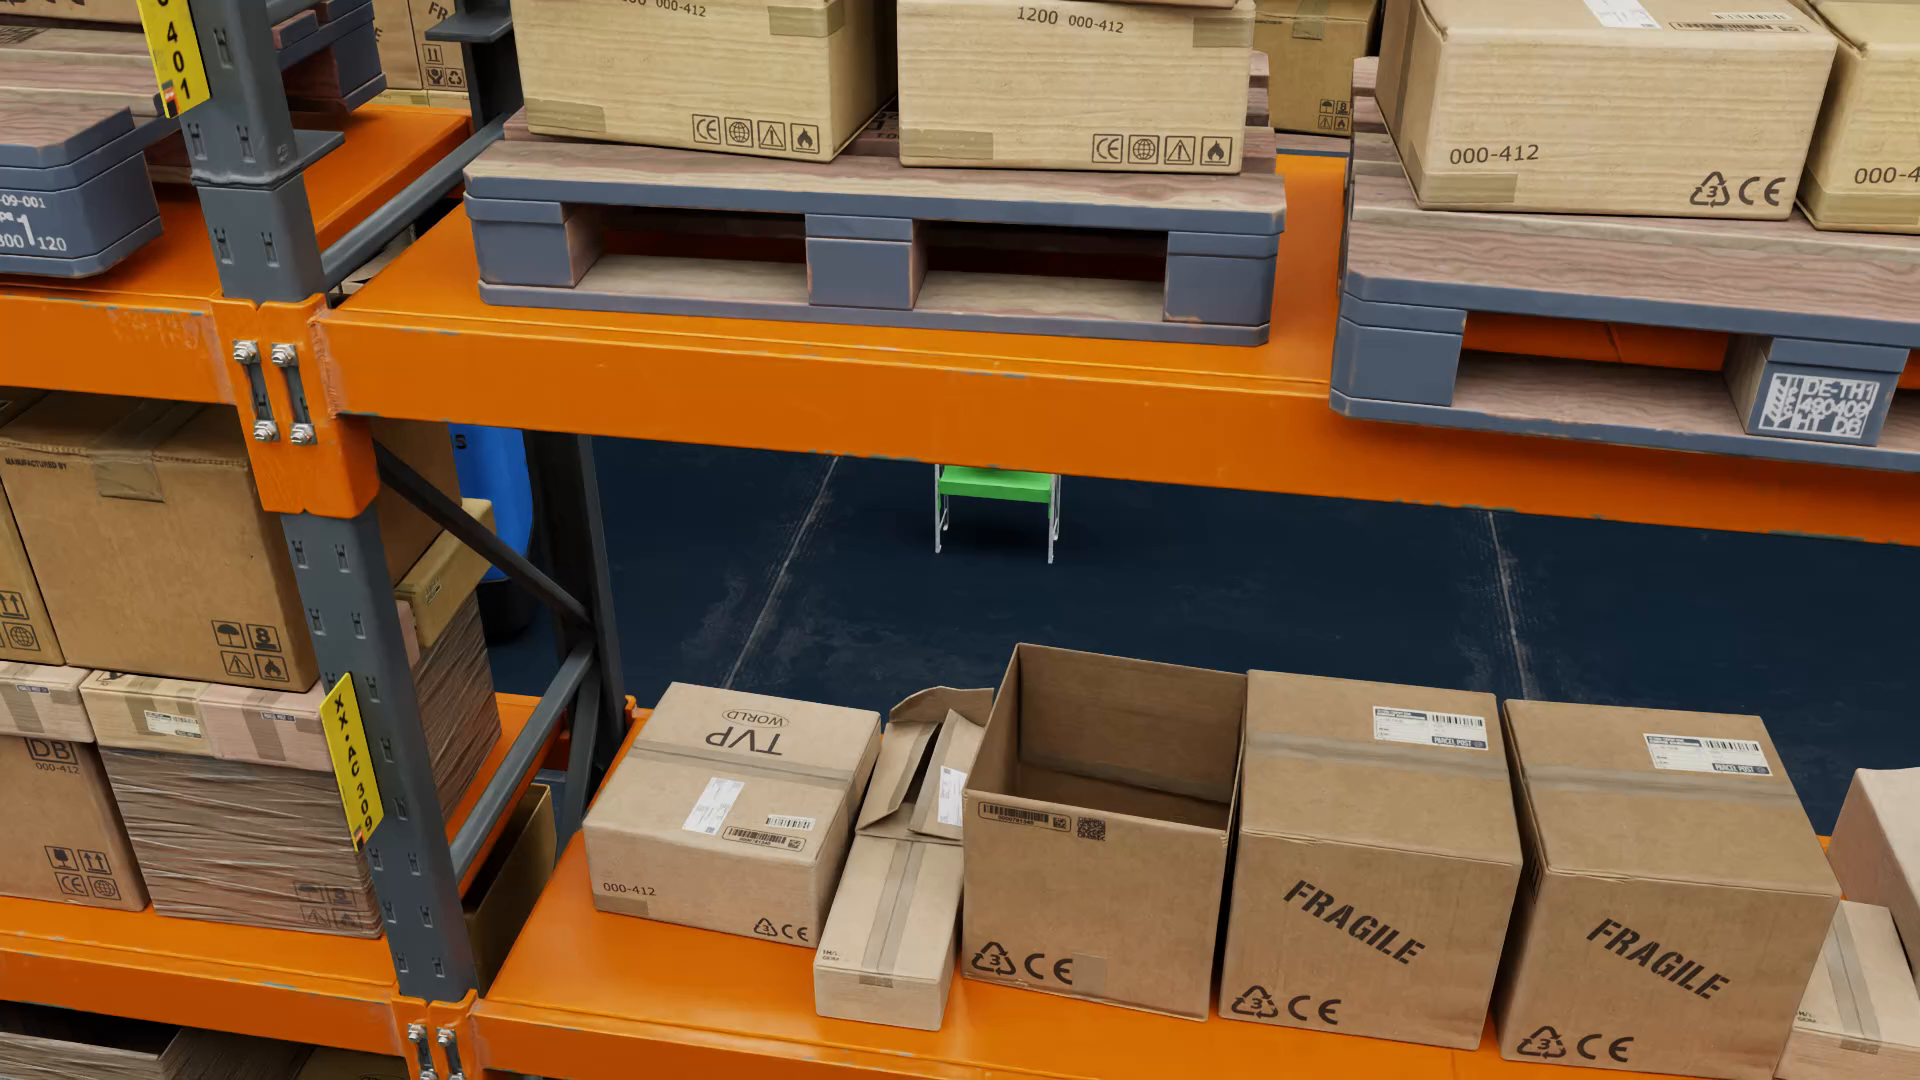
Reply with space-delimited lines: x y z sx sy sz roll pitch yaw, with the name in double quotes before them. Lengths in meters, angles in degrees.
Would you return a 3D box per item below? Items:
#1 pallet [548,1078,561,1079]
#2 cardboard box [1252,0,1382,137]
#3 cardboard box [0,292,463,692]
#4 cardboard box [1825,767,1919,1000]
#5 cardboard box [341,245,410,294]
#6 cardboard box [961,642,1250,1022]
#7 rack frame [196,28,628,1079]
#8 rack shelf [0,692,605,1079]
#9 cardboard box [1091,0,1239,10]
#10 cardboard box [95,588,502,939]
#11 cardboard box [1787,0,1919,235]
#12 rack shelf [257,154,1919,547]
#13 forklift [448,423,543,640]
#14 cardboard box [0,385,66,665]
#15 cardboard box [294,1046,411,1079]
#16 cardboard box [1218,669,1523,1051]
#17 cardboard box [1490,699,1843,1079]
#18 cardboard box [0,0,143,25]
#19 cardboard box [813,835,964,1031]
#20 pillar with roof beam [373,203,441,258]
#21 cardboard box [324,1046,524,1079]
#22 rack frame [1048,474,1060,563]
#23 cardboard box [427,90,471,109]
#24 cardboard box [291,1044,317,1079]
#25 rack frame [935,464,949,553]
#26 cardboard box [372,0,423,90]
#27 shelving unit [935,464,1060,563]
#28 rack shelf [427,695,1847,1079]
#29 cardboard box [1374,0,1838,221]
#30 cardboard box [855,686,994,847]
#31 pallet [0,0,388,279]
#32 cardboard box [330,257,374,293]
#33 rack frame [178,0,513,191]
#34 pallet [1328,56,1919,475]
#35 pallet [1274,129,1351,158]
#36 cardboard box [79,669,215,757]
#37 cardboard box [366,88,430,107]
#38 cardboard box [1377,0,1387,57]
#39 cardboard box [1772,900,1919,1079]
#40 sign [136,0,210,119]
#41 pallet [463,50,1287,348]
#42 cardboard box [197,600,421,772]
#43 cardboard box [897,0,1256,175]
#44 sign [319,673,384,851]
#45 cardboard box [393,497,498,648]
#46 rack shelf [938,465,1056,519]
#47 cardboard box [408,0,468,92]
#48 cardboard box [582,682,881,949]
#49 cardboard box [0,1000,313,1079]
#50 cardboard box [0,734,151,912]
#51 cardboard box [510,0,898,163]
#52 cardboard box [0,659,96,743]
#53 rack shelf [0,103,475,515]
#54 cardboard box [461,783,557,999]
"pallet" -1.747 1.590 4.510 1.213 0.211 1.003 5 32 8
"cardboard box" 1.560 -2.159 7.364 0.500 0.500 0.700 10 33 15
"cardboard box" -1.408 -0.127 3.309 0.500 0.500 0.700 5 32 8
"cardboard box" 2.124 0.715 3.365 0.500 0.311 0.500 5 32 8
"cardboard box" -2.854 -1.334 8.674 0.500 0.311 0.500 8 33 12
"cardboard box" 0.304 0.583 3.397 0.500 0.500 0.500 7 33 12
"rack frame" -0.970 0.501 3.622 0.127 3.000 1.000 5 32 8
"rack shelf" -2.941 0.628 4.098 4.000 0.370 1.077 5 32 8
"cardboard box" 0.197 -1.088 2.373 0.500 0.500 0.500 8 33 13
"cardboard box" -1.408 0.422 3.654 0.500 0.500 0.700 4 32 7
"cardboard box" 1.435 -0.633 2.353 0.500 0.250 0.500 5 32 7
"rack shelf" 1.002 -0.287 2.732 4.000 0.370 1.077 5 32 8
"forklift" -3.248 -1.007 6.096 3.031 2.935 1.130 -4 32 -6
"cardboard box" -1.907 -0.172 3.380 0.500 0.500 0.700 5 32 8
"cardboard box" -1.464 1.562 4.124 0.500 0.250 0.500 5 32 8
"cardboard box" 0.797 0.628 3.326 0.500 0.500 0.500 5 32 8
"cardboard box" 1.316 0.675 3.251 0.500 0.500 0.500 3 32 6
"cardboard box" -1.422 -1.233 2.943 0.500 0.500 0.500 8 33 12
"cardboard box" -0.131 0.794 3.392 0.250 0.149 0.380 5 32 8
"pillar with roof beam" -3.972 -3.128 3.766 0.400 9.000 9.100 5 32 8
"cardboard box" -1.376 1.289 4.560 0.500 0.250 0.500 5 32 8
"rack frame" 0.404 -0.472 6.873 0.015 1.200 0.240 5 32 8
"cardboard box" -2.142 -2.049 7.818 0.500 0.250 0.500 5 32 9
"cardboard box" -1.955 1.512 4.203 0.500 0.250 0.500 5 32 8
"rack frame" -0.077 -0.516 6.943 0.015 1.200 0.240 5 32 8
"cardboard box" -2.669 -2.411 7.691 0.500 0.500 0.500 4 32 7
"shelving unit" 0.163 -0.494 6.908 0.503 1.200 0.258 5 32 8
"rack shelf" 1.002 0.985 3.528 4.000 0.370 1.077 5 32 8
"cardboard box" 0.905 -0.682 2.431 0.500 0.250 0.500 3 32 4
"cardboard box" -0.072 0.541 3.686 0.258 0.266 0.396 4 32 7
"pallet" -1.815 -0.795 2.950 1.213 0.211 1.003 5 32 8
"cardboard box" -3.416 -1.385 8.755 0.500 0.311 0.500 2 32 3
"rack frame" -0.970 -2.042 2.030 0.127 3.000 1.000 5 32 8
"pallet" 1.186 -0.445 2.485 1.213 0.211 1.003 7 33 10
"pallet" 1.845 -1.807 7.490 1.213 0.211 1.003 5 32 8
"cardboard box" -1.517 0.249 3.320 0.250 0.149 0.380 5 32 7
"cardboard box" -2.640 -2.095 7.892 0.500 0.250 0.500 5 32 7
"cardboard box" 2.106 -2.098 7.266 0.500 0.500 0.700 5 32 8
"cardboard box" 1.707 0.880 3.253 0.250 0.149 0.380 8 33 12
"sign" -1.062 -0.733 2.204 0.005 0.325 0.100 5 32 8
"pallet" -0.098 -0.617 2.762 1.217 0.209 0.805 4 32 6
"cardboard box" -1.274 0.272 3.283 0.250 0.149 0.380 5 32 8
"cardboard box" 0.178 -0.777 2.583 0.500 0.250 0.500 2 32 3
"sign" -1.062 0.391 2.907 0.005 0.325 0.100 5 32 8
"cardboard box" -1.202 0.059 3.624 0.250 0.149 0.380 5 32 8
"rack shelf" 0.163 -0.236 7.069 0.480 0.148 0.258 5 32 8
"cardboard box" -2.159 -2.371 7.627 0.500 0.500 0.500 6 33 10
"cardboard box" -0.477 0.586 3.628 0.500 0.250 0.500 7 33 11
"cardboard box" -1.955 1.193 4.006 0.500 0.500 0.500 5 32 8
"cardboard box" -1.929 0.379 3.723 0.500 0.500 0.700 5 32 8
"cardboard box" -0.364 -0.825 2.659 0.500 0.250 0.500 8 33 13
"cardboard box" -1.776 0.226 3.355 0.250 0.149 0.380 4 32 7
"rack shelf" -2.941 -0.644 3.302 4.000 0.370 1.077 5 32 8
"cardboard box" -1.374 0.966 4.369 0.500 0.500 0.500 5 32 8
